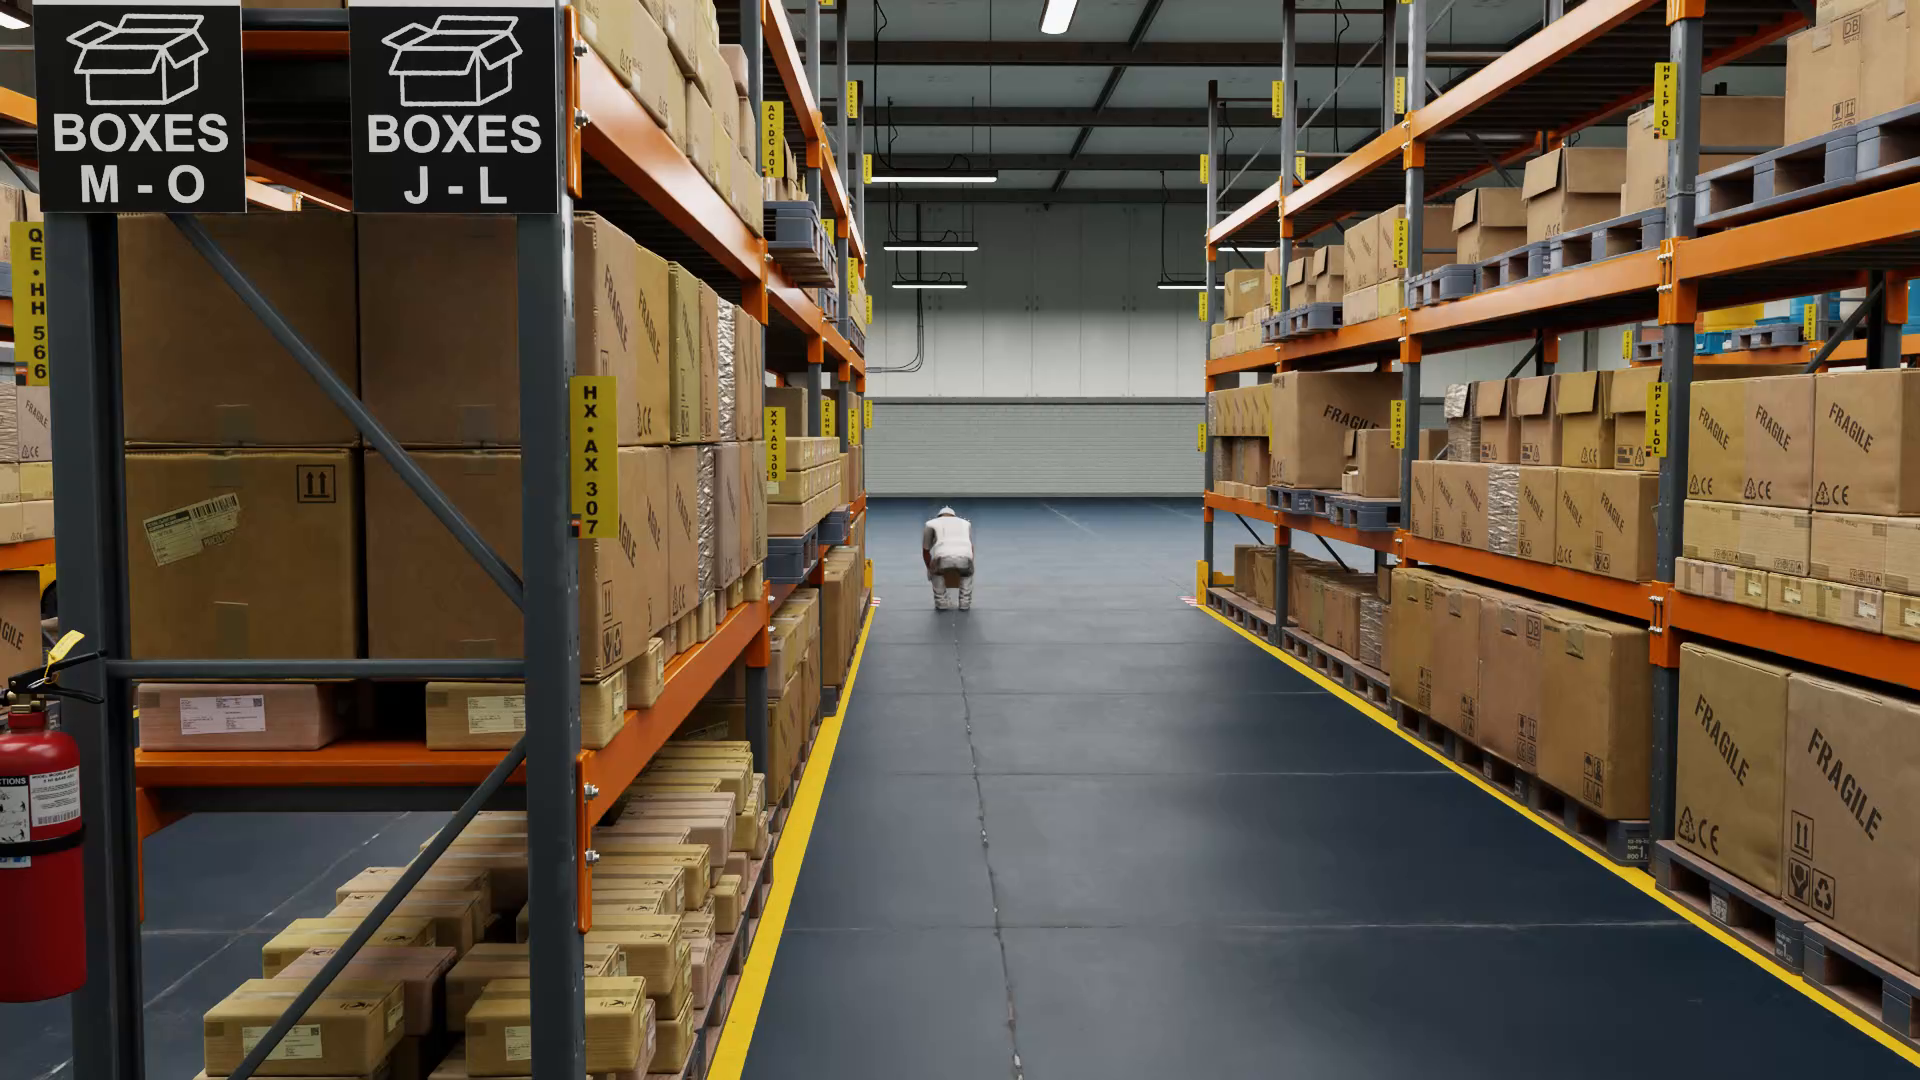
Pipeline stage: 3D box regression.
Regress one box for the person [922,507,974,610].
[{"bbox_3d":[-0.132,0.210,18.853,0.589,1.133,0.861,0,4,-2],"label":"person"}]
